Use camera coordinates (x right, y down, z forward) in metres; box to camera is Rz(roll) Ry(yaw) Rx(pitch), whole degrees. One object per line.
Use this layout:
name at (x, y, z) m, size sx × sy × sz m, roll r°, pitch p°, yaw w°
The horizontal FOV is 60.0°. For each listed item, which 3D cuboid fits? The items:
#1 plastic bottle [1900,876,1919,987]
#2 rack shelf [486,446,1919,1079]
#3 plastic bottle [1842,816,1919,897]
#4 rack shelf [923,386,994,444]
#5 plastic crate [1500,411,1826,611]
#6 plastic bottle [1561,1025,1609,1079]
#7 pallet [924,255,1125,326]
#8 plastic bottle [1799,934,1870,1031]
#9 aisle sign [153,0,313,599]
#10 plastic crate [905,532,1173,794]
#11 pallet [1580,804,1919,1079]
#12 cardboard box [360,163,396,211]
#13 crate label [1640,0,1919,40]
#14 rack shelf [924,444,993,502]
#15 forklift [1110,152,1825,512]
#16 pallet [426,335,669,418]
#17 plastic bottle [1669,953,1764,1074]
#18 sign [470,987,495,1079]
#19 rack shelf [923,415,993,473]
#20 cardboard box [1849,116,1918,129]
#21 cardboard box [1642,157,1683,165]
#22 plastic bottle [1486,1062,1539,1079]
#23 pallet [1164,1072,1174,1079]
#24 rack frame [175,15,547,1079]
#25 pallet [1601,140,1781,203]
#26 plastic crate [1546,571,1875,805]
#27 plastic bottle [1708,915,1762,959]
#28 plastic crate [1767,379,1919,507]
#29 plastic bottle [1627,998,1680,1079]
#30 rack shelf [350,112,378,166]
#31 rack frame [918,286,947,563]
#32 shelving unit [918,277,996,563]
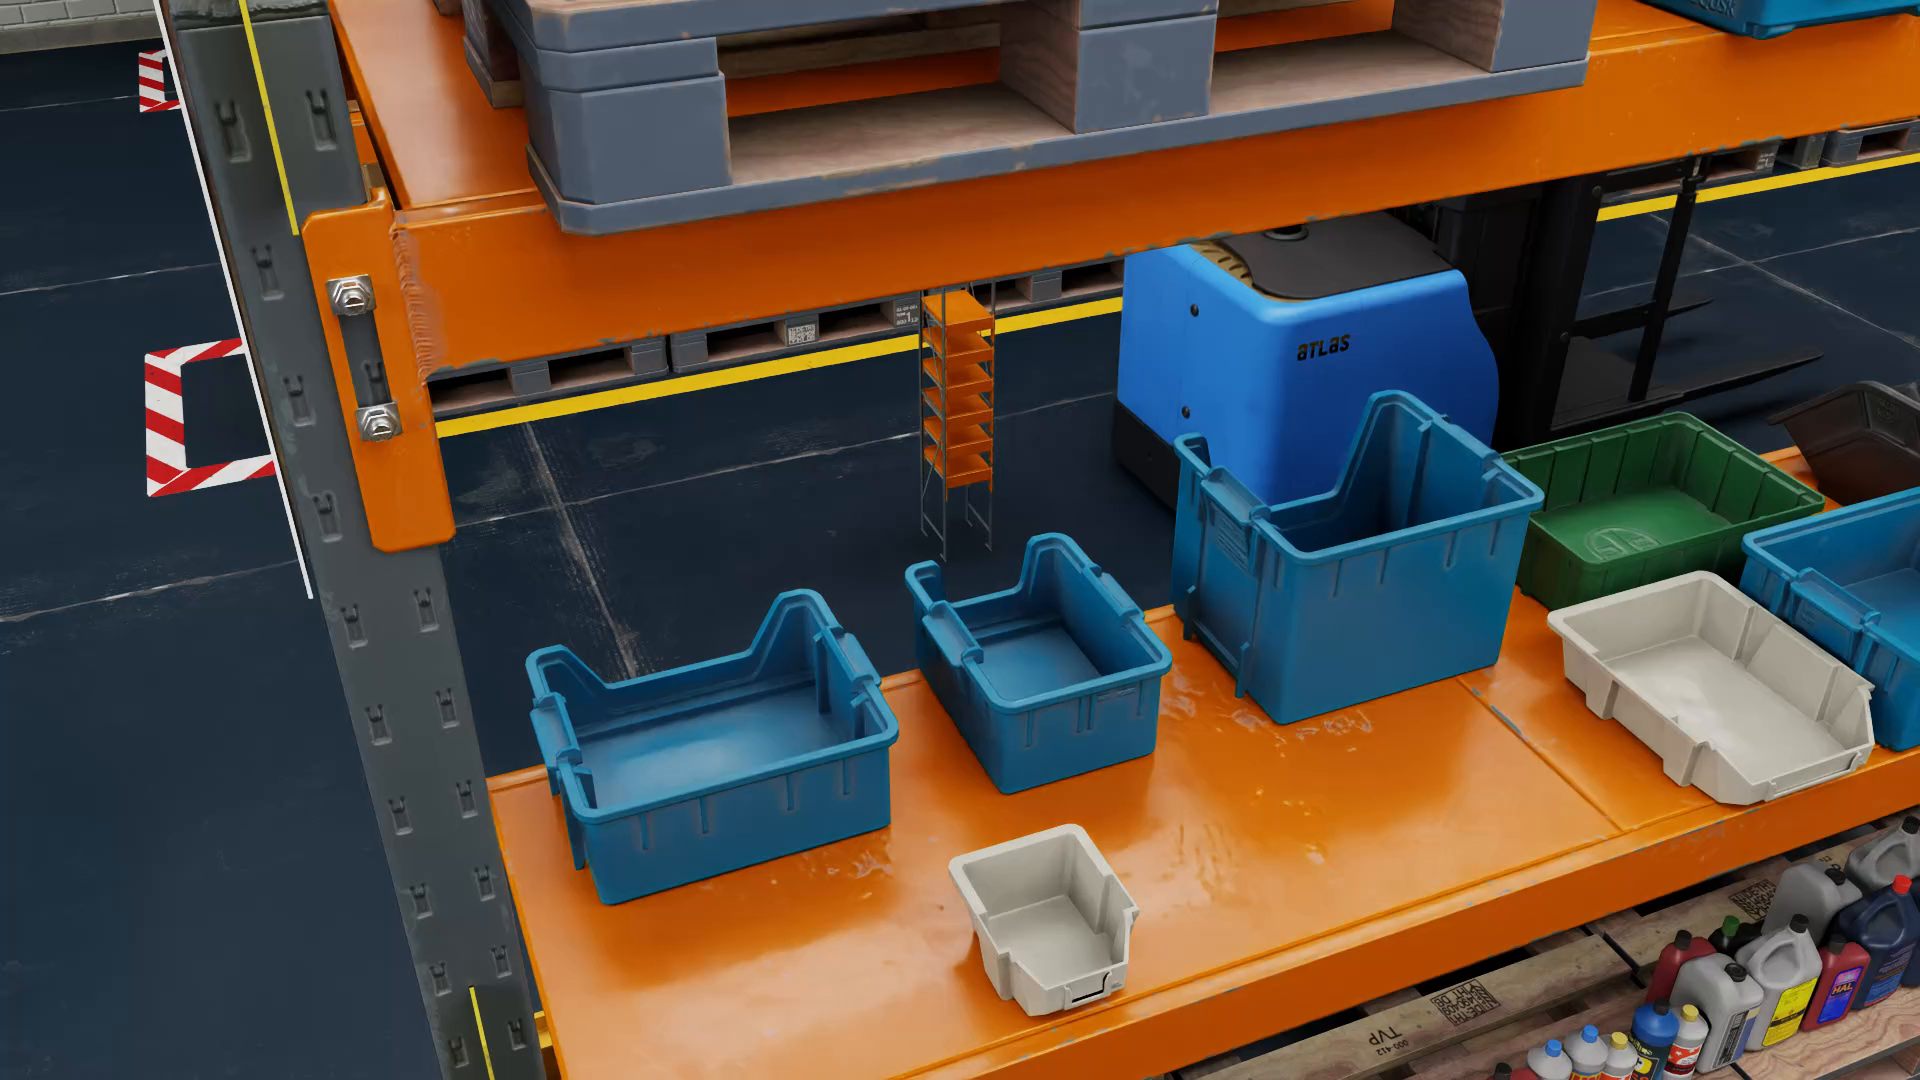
plastic bottle at (2.402, 0.922, 4.108) m, size 0.185 × 0.351 × 0.144 m, roll -14°, pitch 36°, yaw -20°
rack shelf at (1.040, 0.439, 3.485) m, size 4.000 × 0.370 × 1.077 m, roll -13°, pitch 35°, yaw -19°
plastic bottle at (2.346, 0.849, 4.220) m, size 0.185 × 0.351 × 0.144 m, roll -13°, pitch 35°, yaw -19°
rack shelf at (-0.013, -0.463, 5.942) m, size 0.180 × 0.103 × 0.258 m, roll -13°, pitch 35°, yaw -19°
plastic crate at (1.524, -0.051, 3.773) m, size 0.662 × 0.188 × 0.450 m, roll -13°, pitch 35°, yaw -19°
plastic bottle at (1.397, 1.199, 3.755) m, size 0.097 × 0.271 × 0.097 m, roll 0°, pitch 33°, yaw 0°
pallet at (0.221, -1.461, 8.302) m, size 1.213 × 0.211 × 1.003 m, roll -13°, pitch 35°, yaw -19°
plastic bottle at (2.091, 1.046, 3.979) m, size 0.133 × 0.283 × 0.061 m, roll -11°, pitch 35°, yaw -16°
aisle sign at (-0.757, -0.368, 1.681) m, size 0.004 × 0.787 × 0.394 m, roll -13°, pitch 35°, yaw -19°
plastic crate at (0.143, 0.232, 3.280) m, size 0.408 × 0.251 × 0.499 m, roll -13°, pitch 35°, yaw -19°
pallet at (2.249, 1.005, 4.512) m, size 1.213 × 0.211 × 1.003 m, roll -13°, pitch 35°, yaw -19°
cardboard box at (-2.338, -1.533, 7.304) m, size 0.500 × 0.500 × 0.500 m, roll -13°, pitch 35°, yaw -19°
crate label at (1.050, -0.864, 2.214) m, size 0.408 × 0.251 × 0.502 m, roll -13°, pitch 35°, yaw -19°
rack shelf at (-0.013, -0.261, 6.073) m, size 0.180 × 0.103 × 0.258 m, roll -13°, pitch 35°, yaw -19°
forklift at (2.162, -1.650, 6.099) m, size 3.031 × 2.935 × 1.130 m, roll -14°, pitch 36°, yaw -21°
pallet at (-2.029, -0.946, 7.510) m, size 1.213 × 0.211 × 1.003 m, roll -13°, pitch 35°, yaw -19°
plastic bottle at (1.776, 1.094, 3.912) m, size 0.135 × 0.276 × 0.152 m, roll -12°, pitch 35°, yaw -18°
sign at (-0.595, 0.721, 2.138) m, size 0.005 × 0.325 × 0.100 m, roll -13°, pitch 35°, yaw -19°
rack shelf at (-0.013, -0.362, 6.008) m, size 0.180 × 0.103 × 0.258 m, roll -13°, pitch 35°, yaw -19°
cardboard box at (5.189, -2.710, 9.553) m, size 0.500 × 0.500 × 0.500 m, roll -11°, pitch 35°, yaw -17°
cardboard box at (3.794, -2.300, 9.171) m, size 0.500 × 0.250 × 0.500 m, roll -13°, pitch 35°, yaw -19°
plastic bottle at (1.205, 1.249, 3.667) m, size 0.133 × 0.283 × 0.061 m, roll -12°, pitch 35°, yaw -18°
pallet at (-0.001, 1.520, 3.721) m, size 1.213 × 0.211 × 1.003 m, roll -13°, pitch 35°, yaw -19°
rack frame at (-0.804, 0.560, 2.640) m, size 0.127 × 3.000 × 1.000 m, roll -13°, pitch 35°, yaw -19°
pallet at (3.884, -2.298, 9.588) m, size 1.213 × 0.211 × 1.003 m, roll -13°, pitch 35°, yaw -19°
plastic crate at (1.485, 0.296, 3.287) m, size 0.437 × 0.136 × 0.530 m, roll -13°, pitch 35°, yaw -19°
plastic bottle at (1.864, 1.013, 4.030) m, size 0.133 × 0.283 × 0.061 m, roll -13°, pitch 35°, yaw -19°
plastic crate at (2.353, -0.212, 3.883) m, size 0.504 × 0.338 × 0.767 m, roll -13°, pitch 35°, yaw -19°
plastic bottle at (1.584, 1.156, 3.821) m, size 0.097 × 0.271 × 0.097 m, roll 0°, pitch 33°, yaw 0°
rack shelf at (-0.874, -2.053, 7.314) m, size 4.000 × 0.370 × 1.077 m, roll -13°, pitch 35°, yaw -19°
rack frame at (-0.098, -0.481, 5.888) m, size 0.006 × 1.200 × 0.240 m, roll -13°, pitch 35°, yaw -19°
shelving unit at (-0.013, -0.500, 5.918) m, size 0.189 × 1.200 × 0.258 m, roll -13°, pitch 35°, yaw -19°
